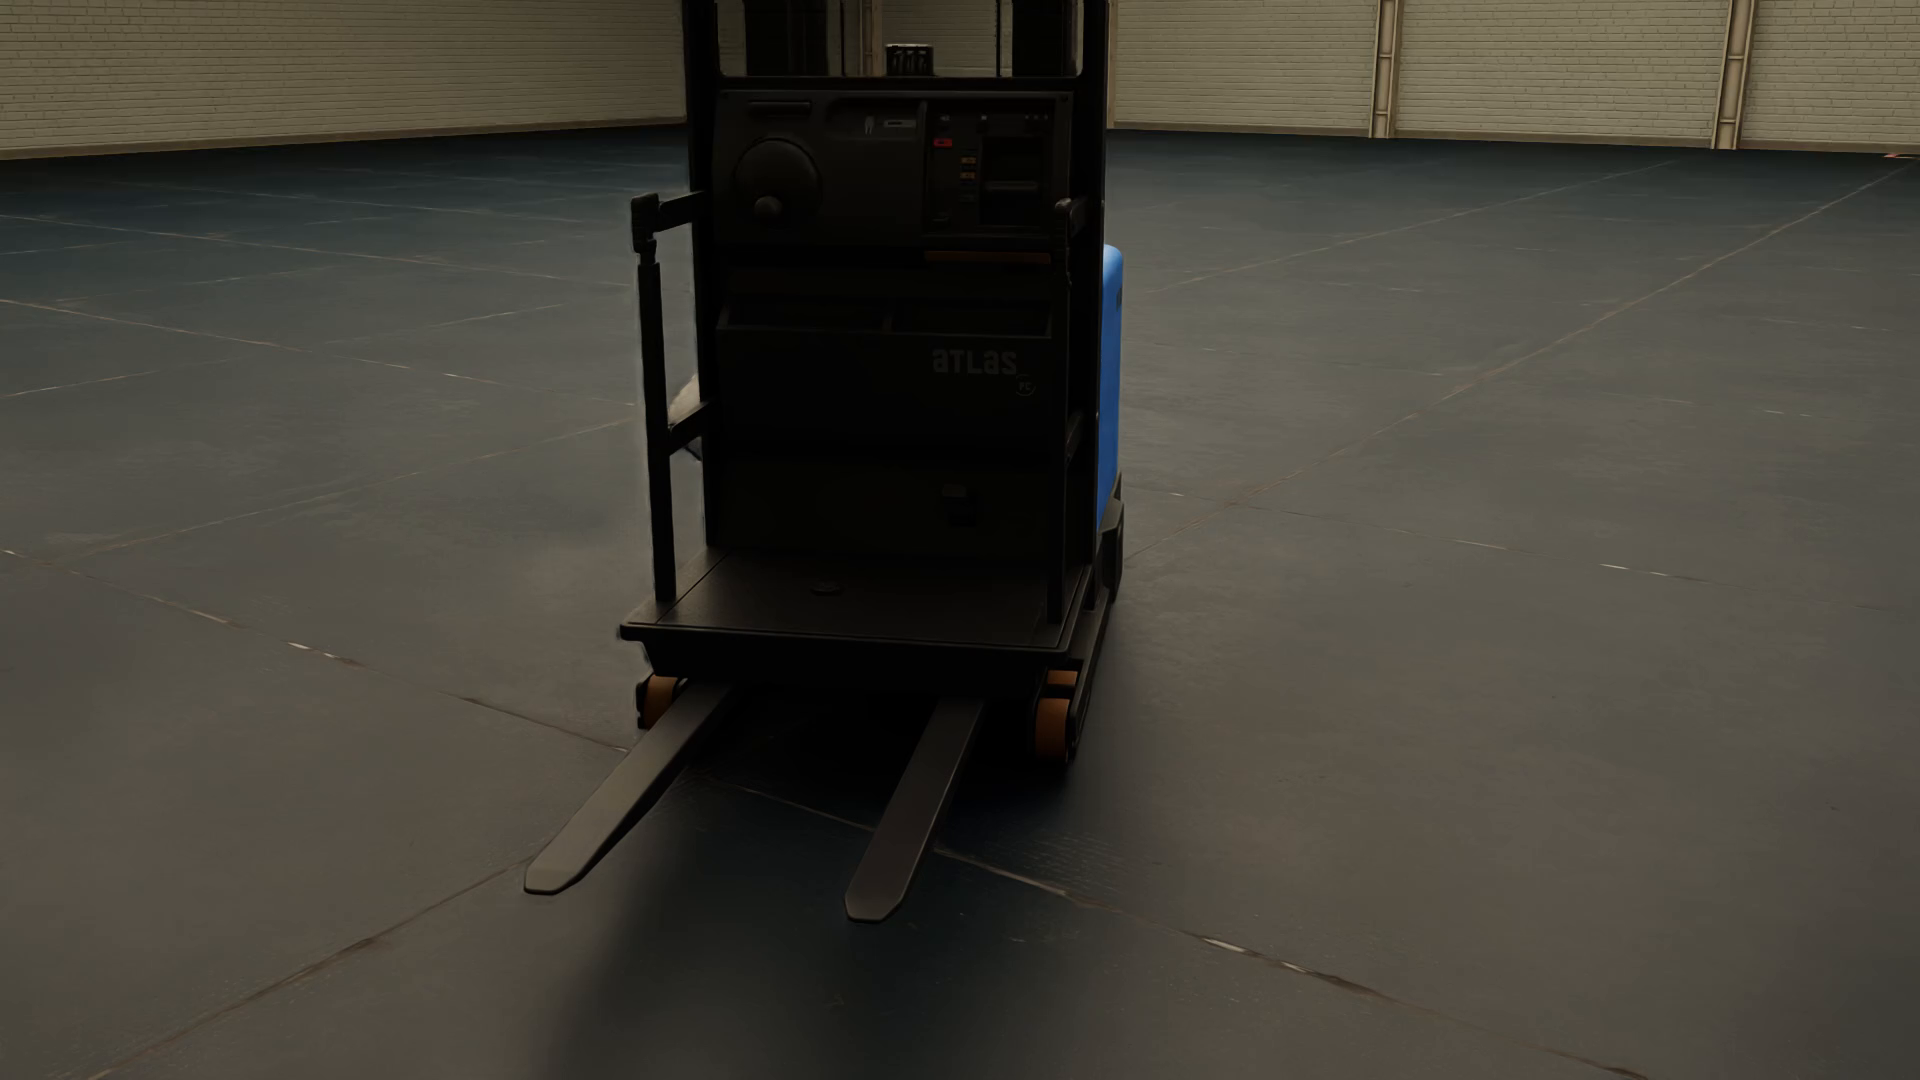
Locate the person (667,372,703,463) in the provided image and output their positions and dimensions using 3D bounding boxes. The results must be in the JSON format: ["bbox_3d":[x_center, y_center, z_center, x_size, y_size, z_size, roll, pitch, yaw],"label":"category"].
[{"bbox_3d":[-0.589,-0.698,5.616,0.818,1.564,1.005,-3,17,-10],"label":"person"}]

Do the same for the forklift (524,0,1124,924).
[{"bbox_3d":[-0.211,-0.963,4.052,1.130,2.935,3.031,3,17,9],"label":"forklift"}]
